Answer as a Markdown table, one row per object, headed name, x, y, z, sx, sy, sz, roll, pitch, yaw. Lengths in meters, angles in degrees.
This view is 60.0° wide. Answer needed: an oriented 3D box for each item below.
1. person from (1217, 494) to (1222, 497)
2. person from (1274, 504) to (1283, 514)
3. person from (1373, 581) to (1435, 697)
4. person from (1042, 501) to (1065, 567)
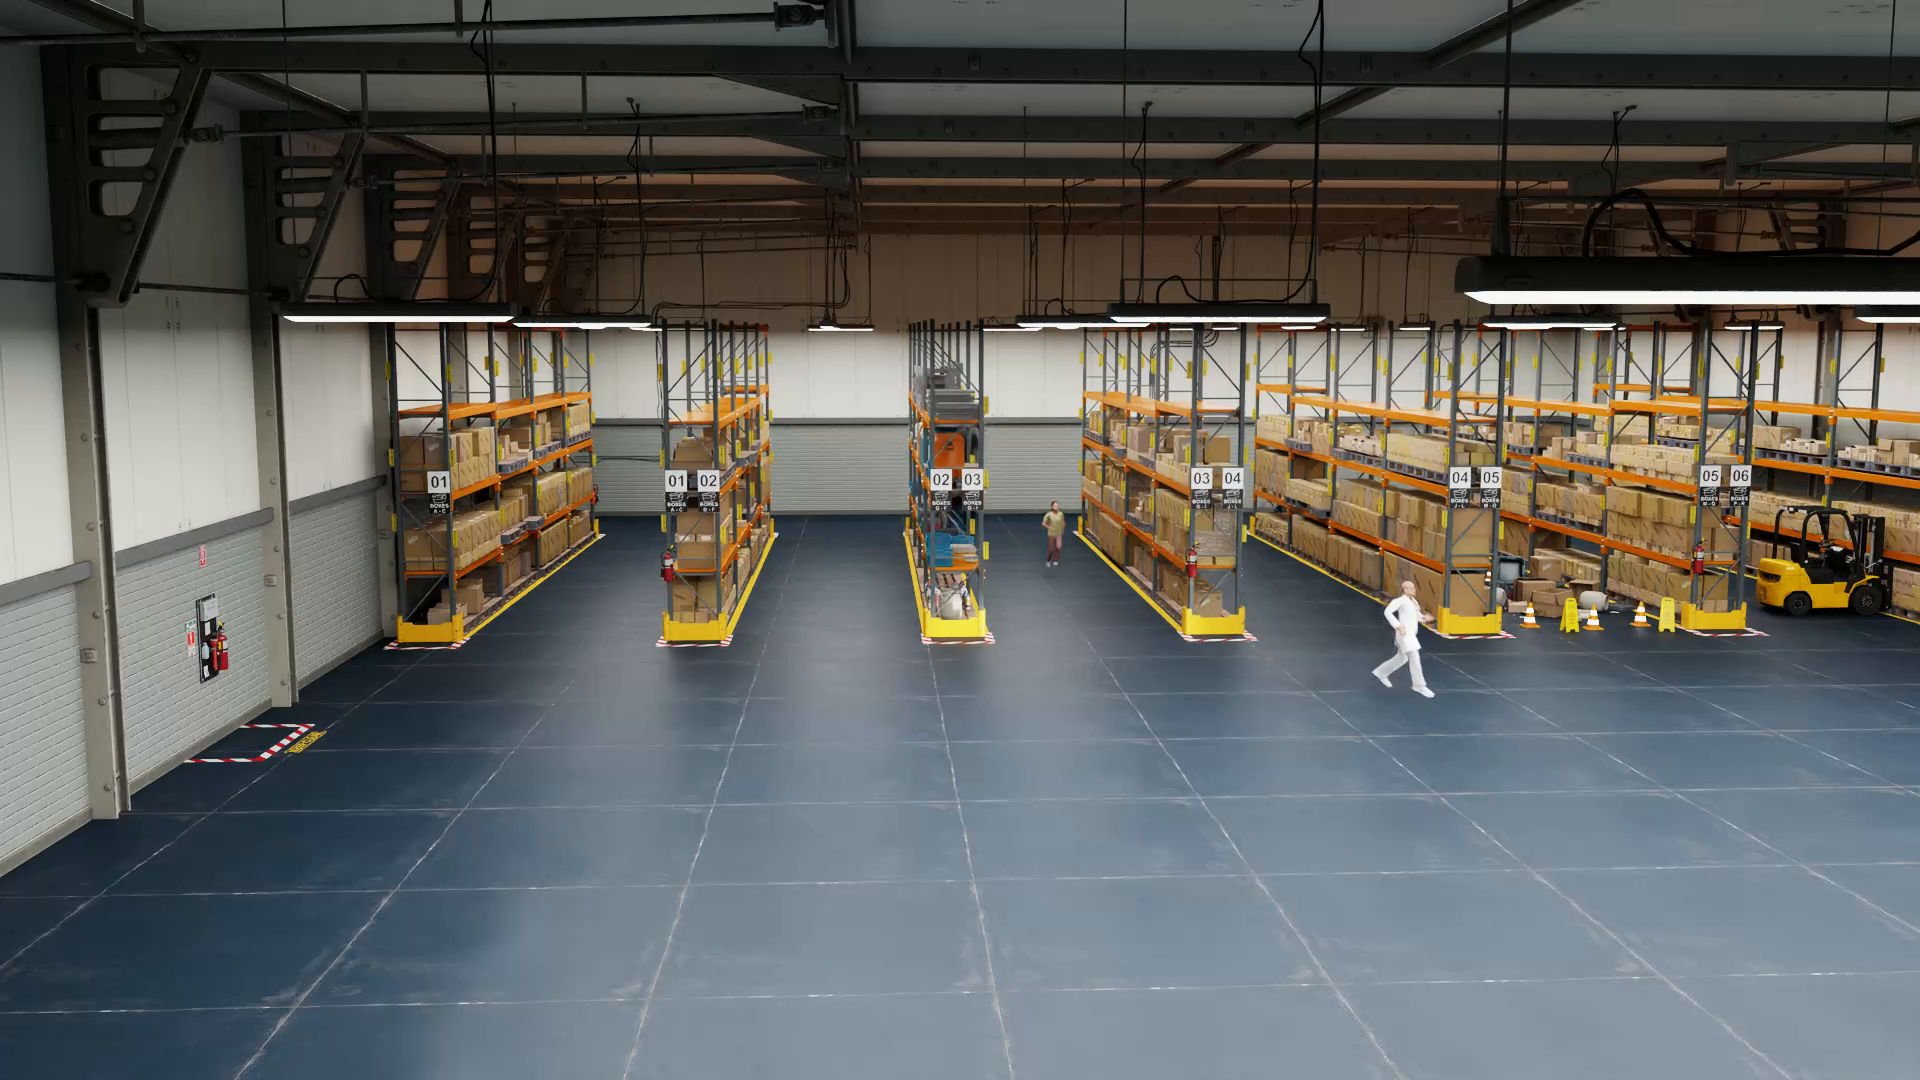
| name | x | y | z | sx | sy | sz | roll | pitch | yaw |
| --- | --- | --- | --- | --- | --- | --- | --- | --- | --- |
| person | 7.372 | -1.070 | 48.594 | 0.546 | 1.599 | 0.719 | -6 | 10 | -42 |
| person | 9.447 | -1.082 | 48.902 | 0.724 | 1.580 | 0.578 | 4 | 8 | 28 |
| person | 7.118 | 1.554 | 26.558 | 1.028 | 1.804 | 0.703 | 4 | 8 | 30 |
| person | 2.243 | -0.124 | 39.431 | 0.583 | 1.612 | 0.733 | -2 | 7 | -12 |
